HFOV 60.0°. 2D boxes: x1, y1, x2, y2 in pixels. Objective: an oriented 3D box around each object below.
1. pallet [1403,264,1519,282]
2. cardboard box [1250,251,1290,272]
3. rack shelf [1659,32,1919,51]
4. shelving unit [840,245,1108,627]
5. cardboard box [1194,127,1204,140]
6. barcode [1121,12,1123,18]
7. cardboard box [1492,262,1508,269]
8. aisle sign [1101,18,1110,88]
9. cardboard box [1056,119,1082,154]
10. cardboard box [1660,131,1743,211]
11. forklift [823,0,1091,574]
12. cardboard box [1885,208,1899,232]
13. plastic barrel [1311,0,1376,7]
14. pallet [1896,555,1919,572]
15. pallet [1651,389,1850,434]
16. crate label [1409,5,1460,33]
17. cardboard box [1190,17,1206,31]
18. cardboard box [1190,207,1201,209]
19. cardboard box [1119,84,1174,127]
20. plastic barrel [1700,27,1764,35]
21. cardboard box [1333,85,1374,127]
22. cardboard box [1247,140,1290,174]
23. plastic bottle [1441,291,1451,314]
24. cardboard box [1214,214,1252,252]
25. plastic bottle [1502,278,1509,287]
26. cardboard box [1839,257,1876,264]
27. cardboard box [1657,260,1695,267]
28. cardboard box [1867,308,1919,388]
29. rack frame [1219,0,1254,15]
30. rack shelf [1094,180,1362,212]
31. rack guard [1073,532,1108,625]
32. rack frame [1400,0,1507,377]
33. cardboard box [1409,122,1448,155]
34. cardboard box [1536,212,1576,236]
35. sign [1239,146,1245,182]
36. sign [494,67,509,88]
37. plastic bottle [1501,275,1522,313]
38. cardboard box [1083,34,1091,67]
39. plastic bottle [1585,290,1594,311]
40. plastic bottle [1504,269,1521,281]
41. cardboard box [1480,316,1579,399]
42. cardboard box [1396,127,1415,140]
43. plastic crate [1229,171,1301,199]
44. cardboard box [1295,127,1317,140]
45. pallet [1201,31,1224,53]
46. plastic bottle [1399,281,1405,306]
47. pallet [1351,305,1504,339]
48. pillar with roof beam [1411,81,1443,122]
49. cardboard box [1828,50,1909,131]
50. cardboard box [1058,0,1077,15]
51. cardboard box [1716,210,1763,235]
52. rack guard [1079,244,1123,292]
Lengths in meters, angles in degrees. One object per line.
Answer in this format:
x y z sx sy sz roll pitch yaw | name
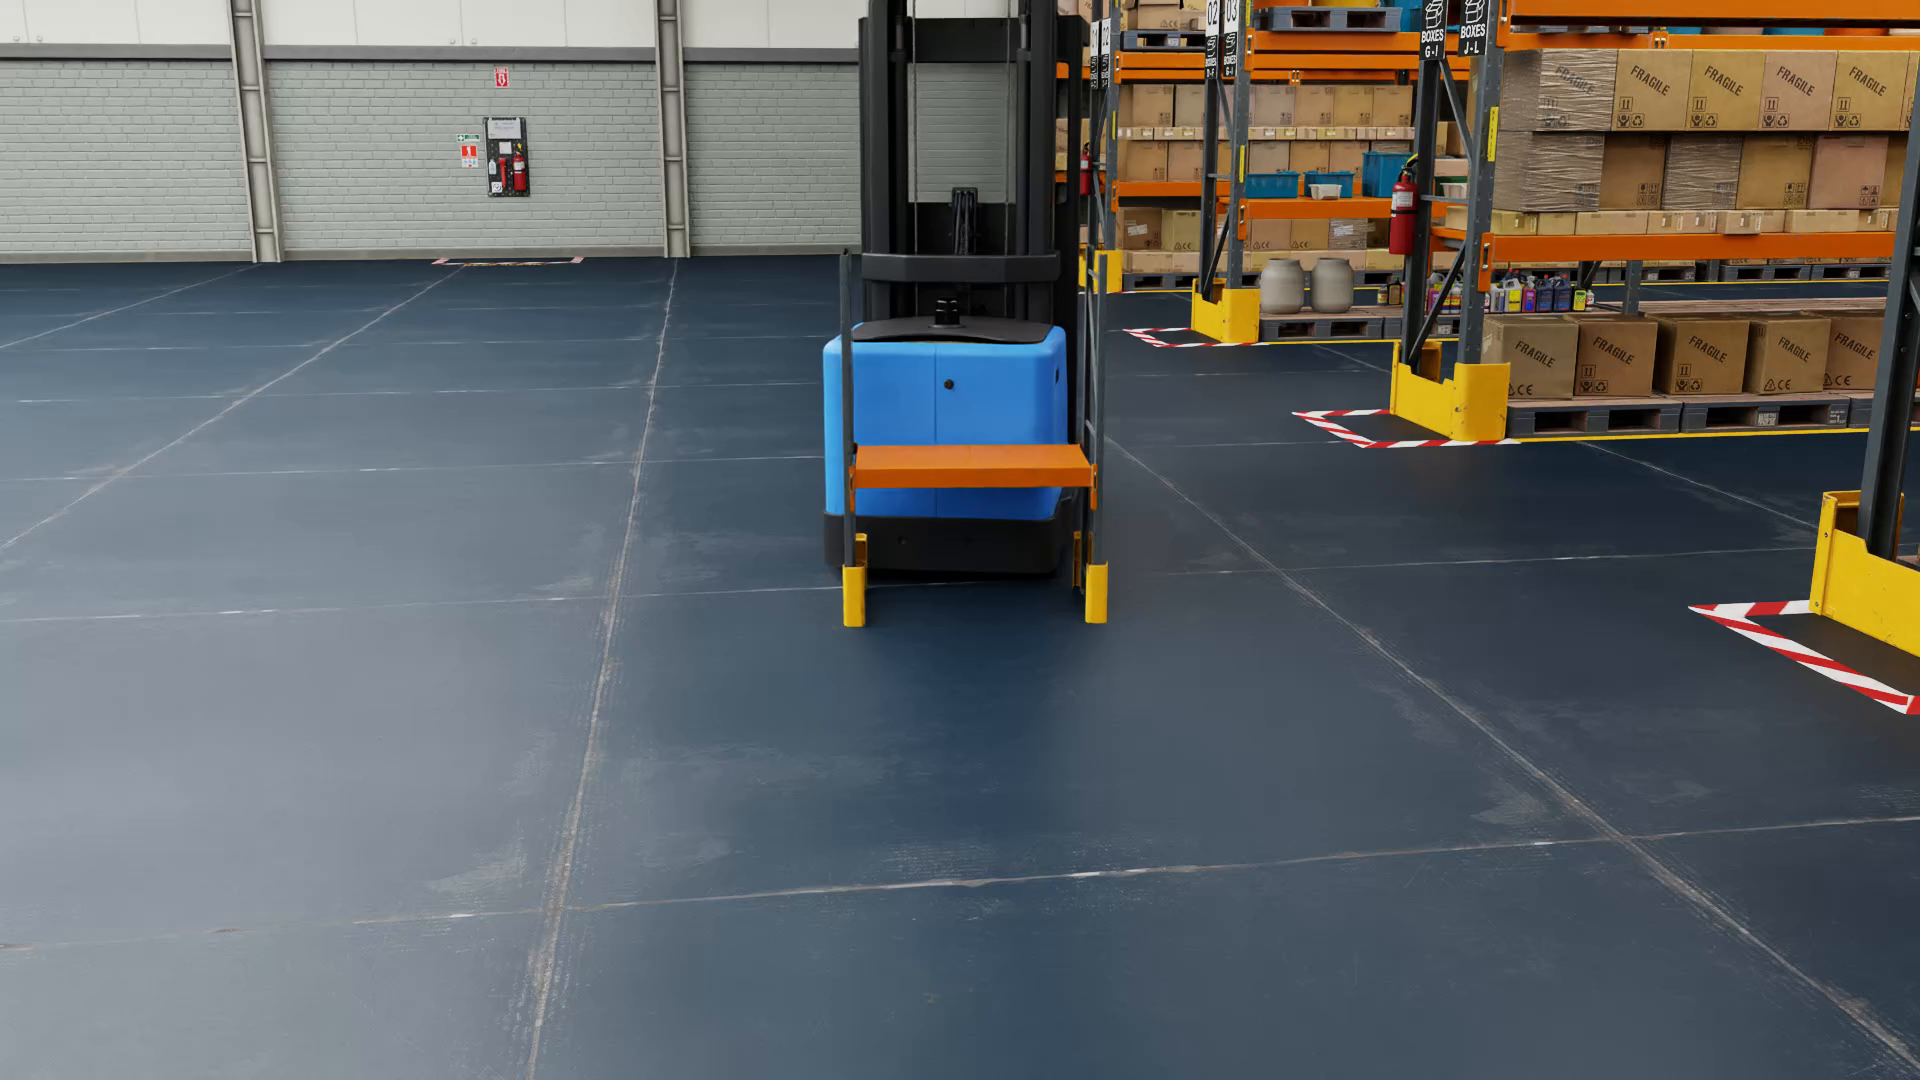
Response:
6.434 -3.445 21.522 1.213 0.211 1.003 -2 14 -8 | pallet
3.803 -3.506 20.824 0.500 0.250 0.500 -2 14 -8 | cardboard box
8.423 -4.748 16.300 4.000 0.370 1.077 -2 14 -8 | rack shelf
0.055 -0.447 6.920 1.083 1.500 0.587 0 14 -2 | shelving unit
2.933 -4.969 20.330 0.250 0.149 0.380 -2 14 -9 | cardboard box
1.982 -6.479 20.532 0.075 0.075 0.001 -2 14 -8 | barcode
6.652 -3.604 21.216 0.500 0.250 0.500 -2 14 -7 | cardboard box
1.736 -5.801 19.842 0.004 0.787 0.394 -2 14 -8 | aisle sign
1.531 -6.053 24.917 0.500 0.500 0.500 -2 14 -8 | cardboard box
4.753 -2.494 11.182 0.500 0.500 0.875 -2 14 -8 | cardboard box
0.083 -1.580 8.498 1.130 2.935 3.031 2 14 7 | forklift
6.279 -2.140 11.106 0.250 0.149 0.380 -2 14 -8 | cardboard box
3.598 -5.246 15.558 0.600 0.588 0.600 0 14 0 | plastic barrel
4.646 0.269 6.717 1.213 0.211 1.003 -2 14 -8 | pallet
5.315 -0.948 11.566 1.213 0.211 1.003 -2 14 -8 | pallet
4.390 -4.796 15.317 0.408 0.251 0.502 -2 14 -8 | crate label
2.945 -6.221 20.060 0.250 0.149 0.380 -2 14 -8 | cardboard box
3.228 -3.980 21.175 0.500 0.500 0.500 -2 14 -8 | cardboard box
2.271 -5.310 20.354 0.500 0.500 0.700 -2 14 -8 | cardboard box
7.562 -5.362 16.238 0.600 0.901 0.600 0 14 0 | plastic barrel
4.774 -5.402 20.725 0.500 0.500 0.700 -2 14 -8 | cardboard box
3.750 -4.735 20.731 0.500 0.500 0.700 -2 14 -7 | cardboard box
4.668 -2.318 16.001 0.097 0.271 0.097 0 14 0 | plastic bottle
3.306 -3.855 20.676 0.500 0.500 0.500 -2 14 -8 | cardboard box
5.460 -2.496 16.711 0.097 0.271 0.097 0 14 0 | plastic bottle
11.688 -3.912 21.889 0.500 0.500 0.500 -3 14 -10 | cardboard box
9.182 -3.698 21.591 0.500 0.250 0.500 -2 14 -7 | cardboard box
6.782 -1.364 11.771 0.500 0.500 0.500 -3 14 -10 | cardboard box
2.490 -6.334 14.980 0.127 3.000 1.000 -2 14 -8 | rack frame
3.733 -4.340 20.838 4.000 0.370 1.077 -2 14 -8 | rack shelf
0.553 0.155 7.089 0.087 0.250 0.587 0 14 -2 | rack guard
3.228 -2.233 10.959 0.127 3.000 1.000 -2 14 -8 | rack frame
7.233 -6.289 26.024 0.500 0.500 0.700 -2 14 -8 | cardboard box
3.795 -2.069 10.820 0.250 0.149 0.380 -2 14 -8 | cardboard box
2.567 -3.426 15.148 0.005 0.325 0.100 -2 14 -8 | sign
-6.828 -6.891 24.768 0.199 0.298 0.001 -2 14 -8 | sign
5.342 -2.387 16.113 0.185 0.351 0.144 -2 14 -9 | plastic bottle
1.918 -7.283 24.685 0.500 0.500 0.500 -1 14 -5 | cardboard box
6.133 -2.337 16.223 0.097 0.201 0.097 0 14 0 | plastic bottle
5.585 -2.568 16.838 0.185 0.351 0.144 -2 14 -7 | plastic bottle
3.848 -1.243 11.286 0.500 0.500 0.500 1 14 2 | cardboard box
5.474 -5.063 20.704 0.250 0.149 0.380 -2 14 -8 | cardboard box
2.940 -3.442 16.087 0.616 0.251 0.499 -2 14 -8 | plastic crate
4.218 -5.017 20.522 0.250 0.149 0.380 -2 14 -7 | cardboard box
3.668 -6.092 20.364 1.213 0.211 1.003 -2 14 -8 | pallet
4.494 -2.491 16.684 0.135 0.276 0.152 -2 14 -8 | plastic bottle
4.566 -2.157 16.391 1.213 0.211 1.003 -2 14 -8 | pallet
8.152 -8.133 22.151 0.400 9.000 9.100 -2 14 -8 | pillar with roof beam
5.790 -2.937 10.894 0.500 0.500 0.500 -2 14 -8 | cardboard box
1.431 -7.761 24.534 0.500 0.500 0.500 -3 14 -12 | cardboard box
5.043 -2.095 10.926 0.250 0.149 0.380 -2 14 -8 | cardboard box
1.732 -3.403 20.762 0.348 0.500 1.175 -2 14 -8 | rack guard
